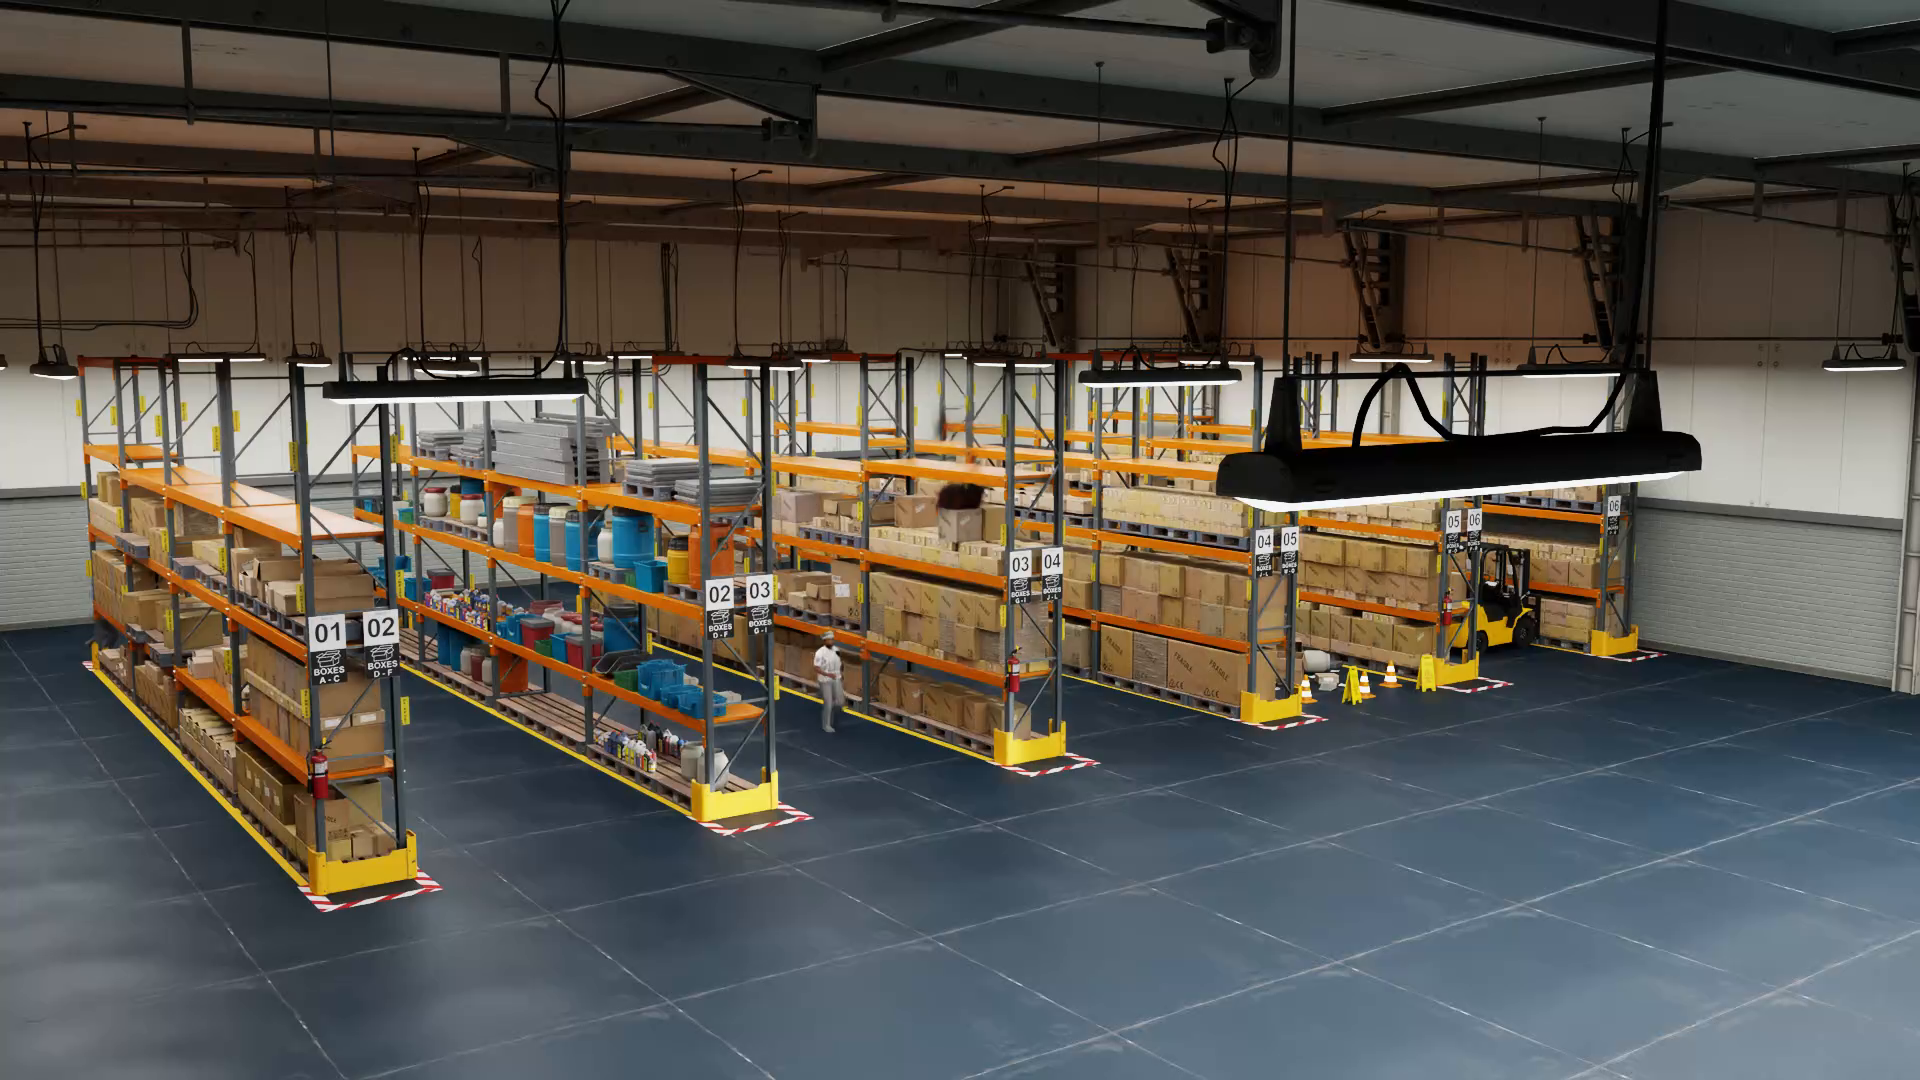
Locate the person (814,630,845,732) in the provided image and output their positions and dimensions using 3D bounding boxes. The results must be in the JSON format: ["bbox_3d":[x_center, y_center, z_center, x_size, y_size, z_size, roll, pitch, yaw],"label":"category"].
[{"bbox_3d":[-2.071,2.273,26.775,0.569,1.661,0.554,-5,9,-36],"label":"person"}]

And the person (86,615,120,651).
[{"bbox_3d":[-17.090,1.542,33.159,0.592,1.562,0.683,-5,9,-37],"label":"person"}]
